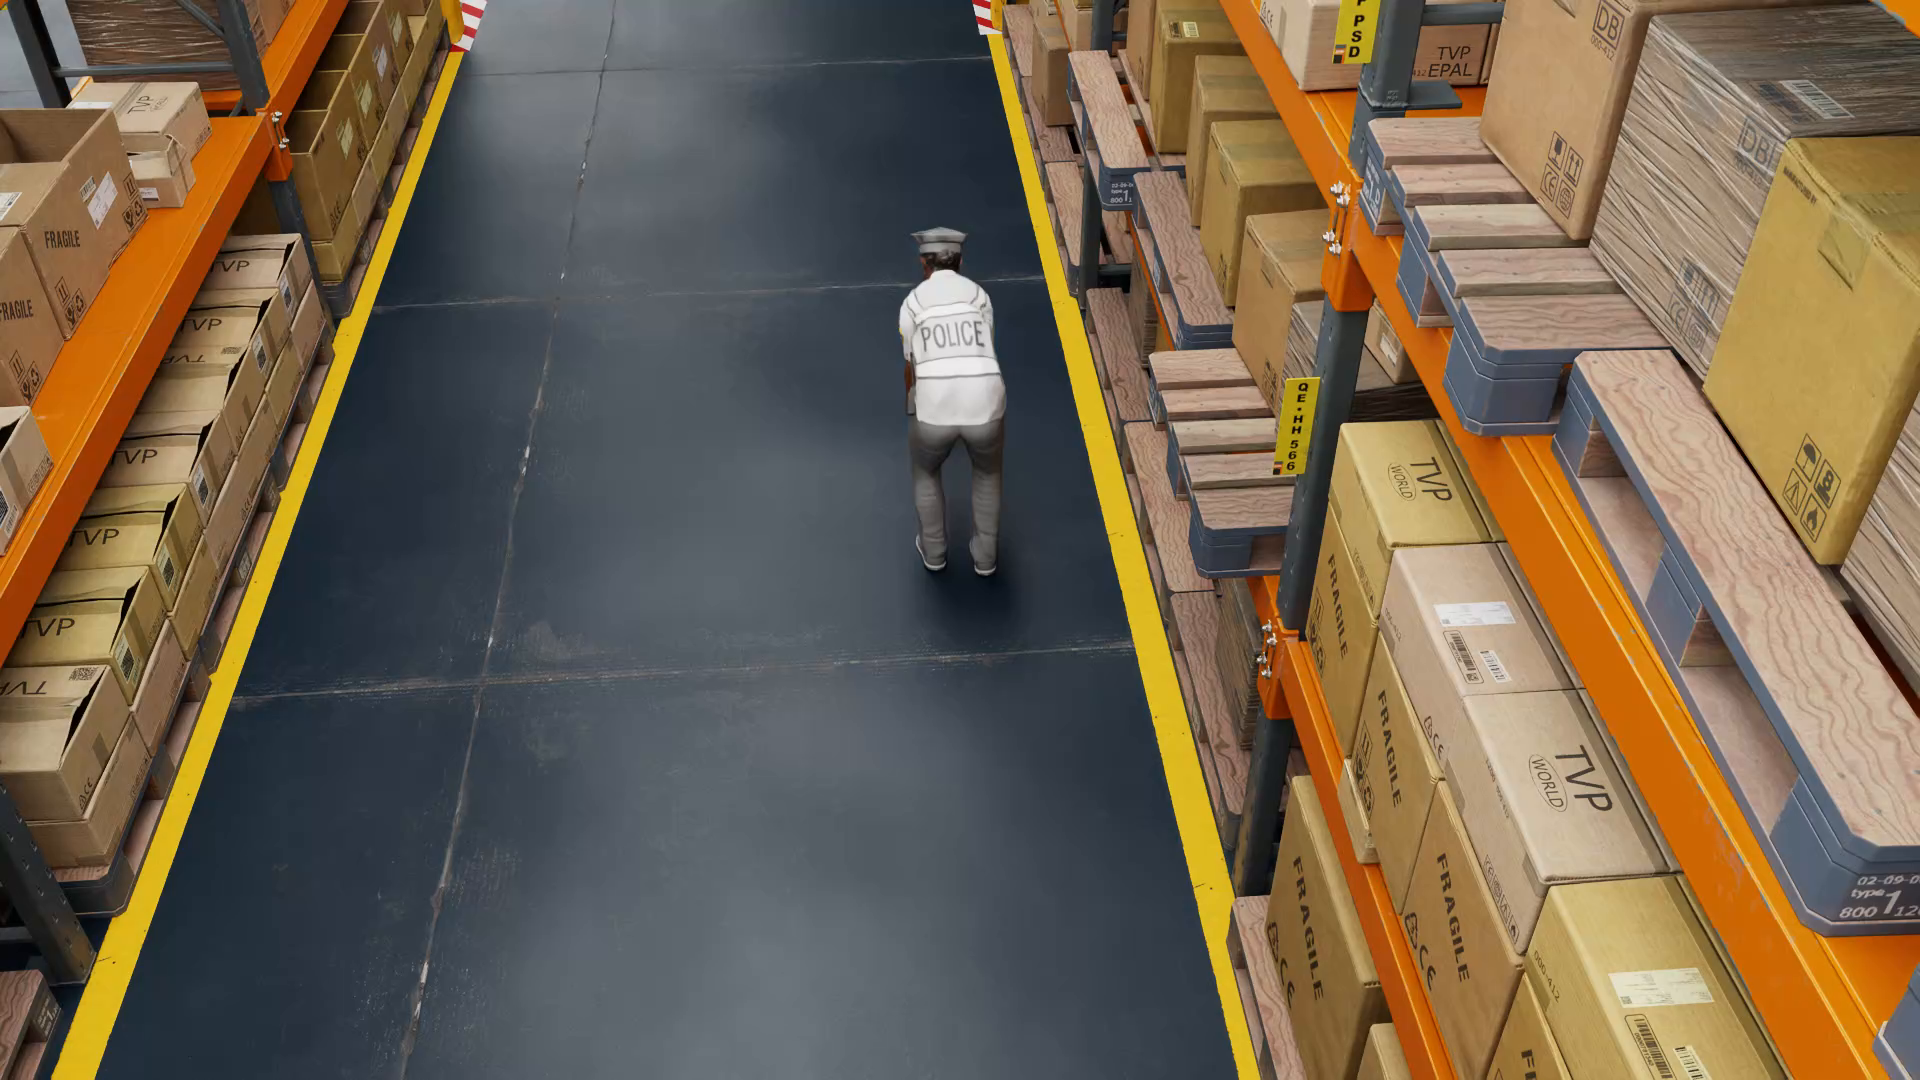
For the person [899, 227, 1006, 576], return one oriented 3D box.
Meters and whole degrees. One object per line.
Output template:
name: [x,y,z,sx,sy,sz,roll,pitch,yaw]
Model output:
person: [-0.041,-0.575,7.061,0.412,1.411,0.831,-4,40,-5]
